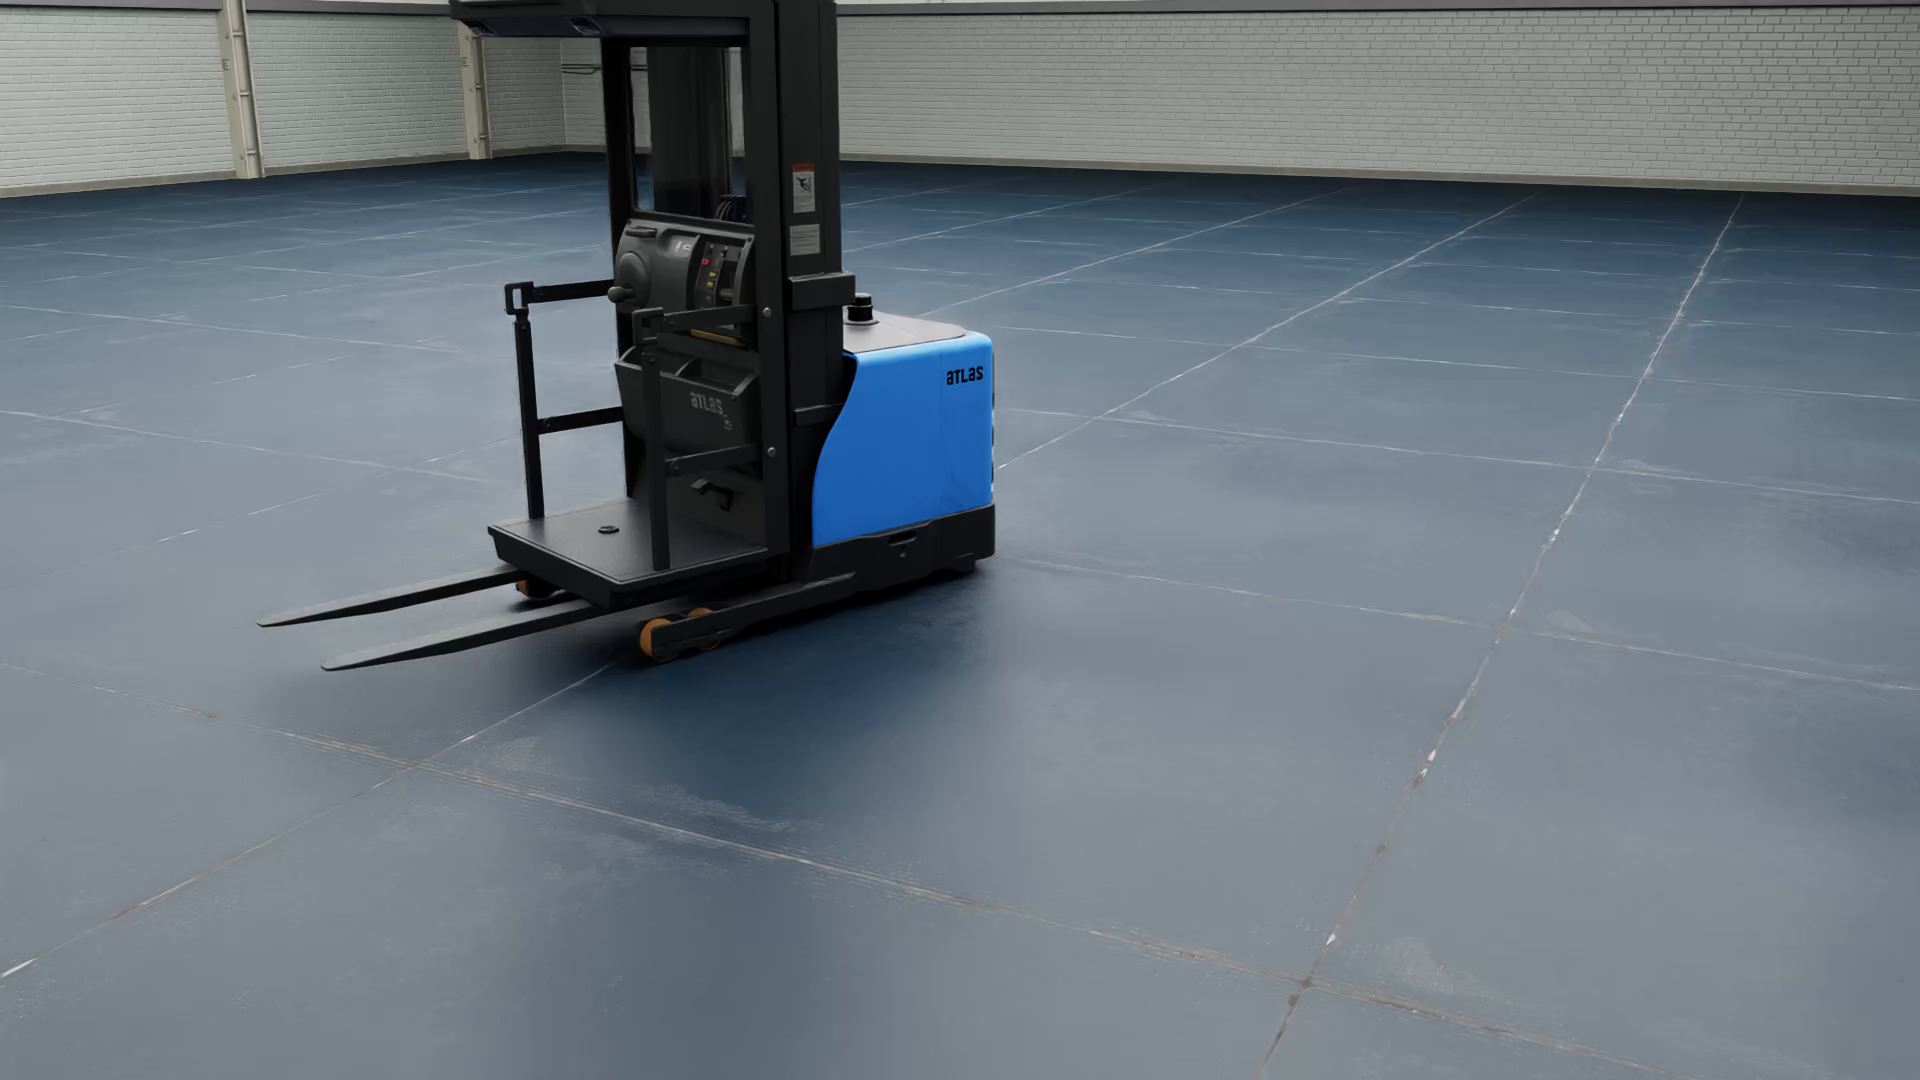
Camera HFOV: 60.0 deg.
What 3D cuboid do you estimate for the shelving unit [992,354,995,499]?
[{"bbox_3d":[0.005,-0.431,7.894,0.258,0.900,0.210,9,19,28],"label":"shelving unit"}]

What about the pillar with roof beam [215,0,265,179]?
[{"bbox_3d":[-8.979,-10.315,26.950,9.100,9.000,0.400,8,18,25],"label":"pillar with roof beam"}]

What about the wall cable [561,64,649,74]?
[{"bbox_3d":[-7.650,-11.485,36.341,3.097,2.526,0.112,8,18,25],"label":"wall cable"}]

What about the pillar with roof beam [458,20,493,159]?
[{"bbox_3d":[-6.298,-11.844,32.095,9.100,9.000,0.400,8,18,25],"label":"pillar with roof beam"}]

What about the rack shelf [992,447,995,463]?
[{"bbox_3d":[0.005,-0.399,7.904,0.258,0.077,0.200,9,19,28],"label":"rack shelf"}]

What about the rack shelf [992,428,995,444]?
[{"bbox_3d":[0.005,-0.485,7.878,0.258,0.077,0.200,9,19,28],"label":"rack shelf"}]

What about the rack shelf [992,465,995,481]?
[{"bbox_3d":[0.005,-0.313,7.929,0.258,0.077,0.200,9,19,28],"label":"rack shelf"}]

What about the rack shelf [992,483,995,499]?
[{"bbox_3d":[0.005,-0.226,7.955,0.258,0.077,0.200,9,19,28],"label":"rack shelf"}]

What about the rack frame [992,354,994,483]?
[{"bbox_3d":[0.054,-0.456,7.979,0.240,0.900,0.006,9,19,28],"label":"rack frame"}]

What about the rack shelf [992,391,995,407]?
[{"bbox_3d":[0.005,-0.658,7.827,0.258,0.077,0.200,9,19,28],"label":"rack shelf"}]

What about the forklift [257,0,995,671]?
[{"bbox_3d":[-1.276,-1.101,6.583,3.031,2.935,1.130,-14,22,-40],"label":"forklift"}]

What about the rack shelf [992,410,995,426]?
[{"bbox_3d":[0.005,-0.571,7.852,0.258,0.077,0.200,9,19,28],"label":"rack shelf"}]
